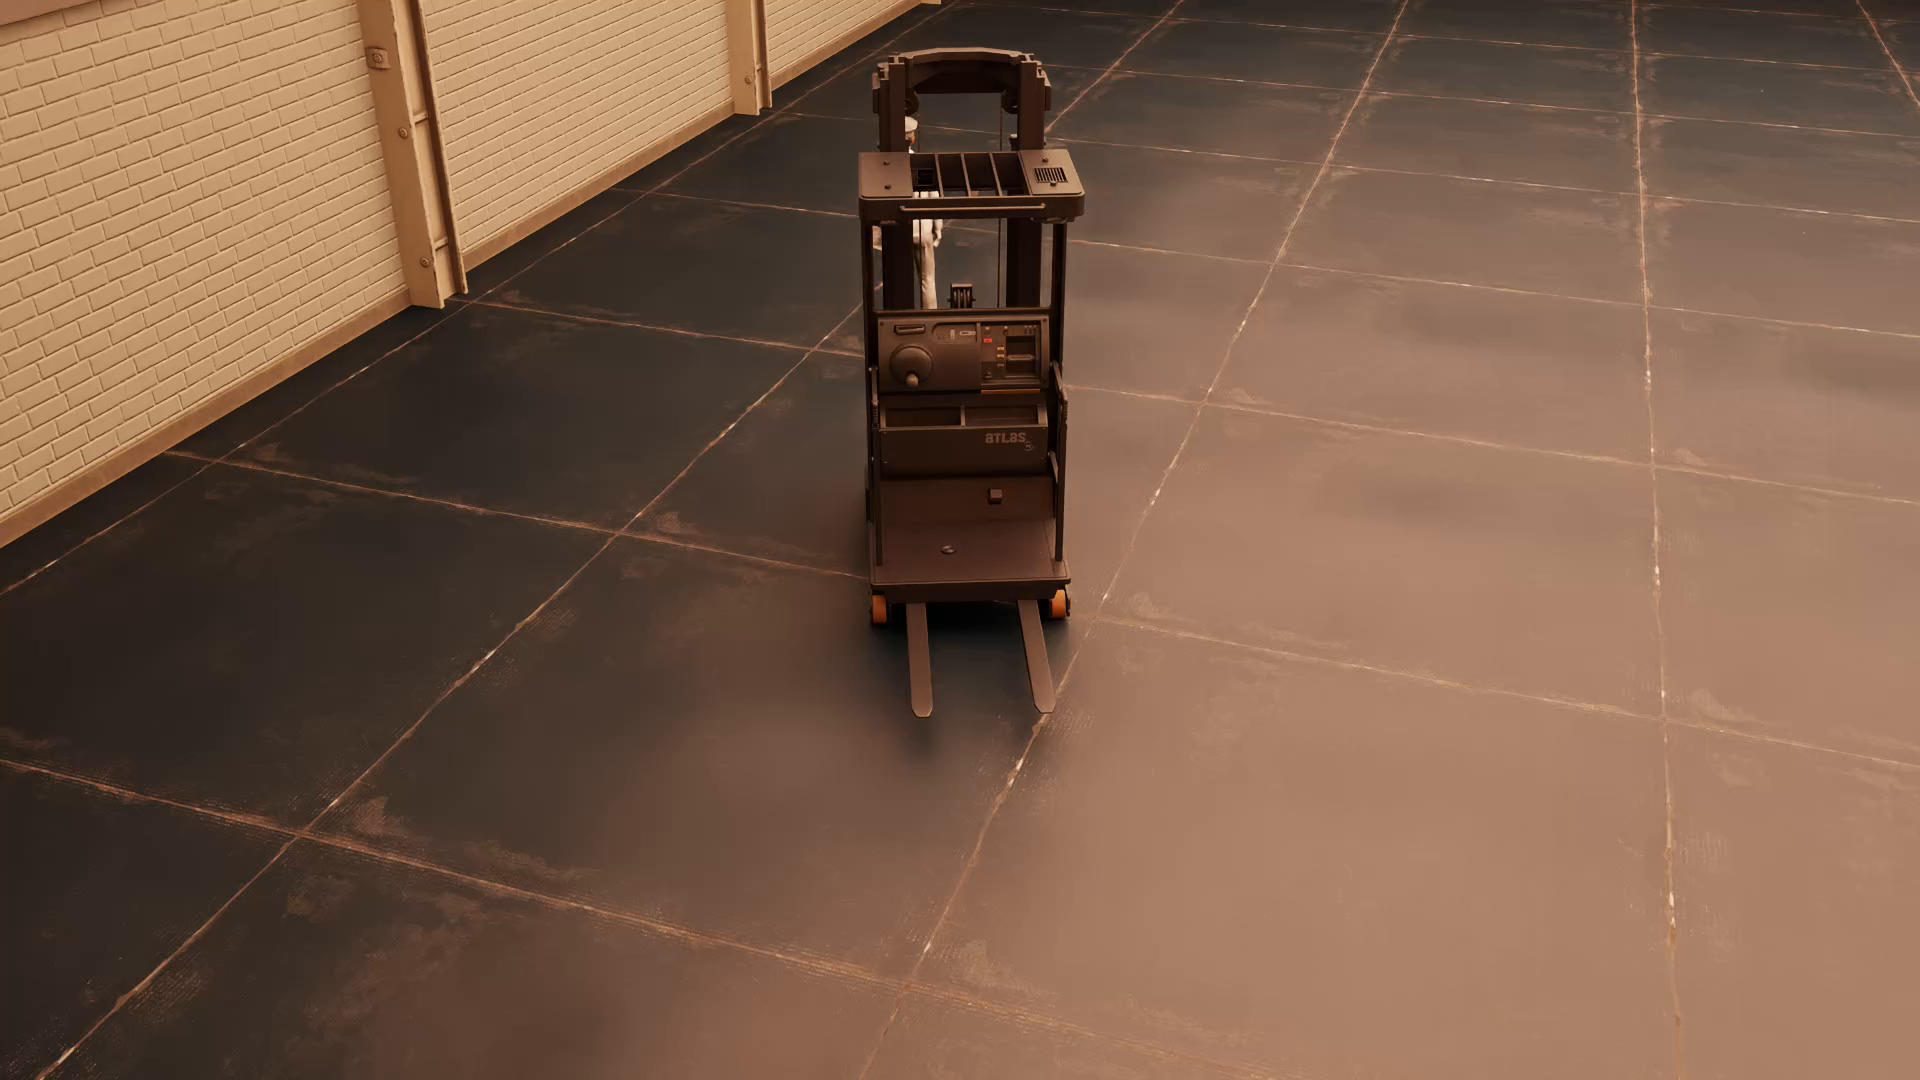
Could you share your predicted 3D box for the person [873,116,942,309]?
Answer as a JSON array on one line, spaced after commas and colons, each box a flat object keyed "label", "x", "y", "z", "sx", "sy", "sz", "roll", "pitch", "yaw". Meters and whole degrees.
[{"label": "person", "x": -0.399, "y": -2.314, "z": 12.474, "sx": 0.547, "sy": 1.667, "sz": 0.369, "roll": -4, "pitch": 30, "yaw": -7}]

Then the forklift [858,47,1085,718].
[{"label": "forklift", "x": 0.035, "y": -0.972, "z": 8.842, "sx": 1.130, "sy": 2.935, "sz": 3.031, "roll": -2, "pitch": 30, "yaw": -3}]
